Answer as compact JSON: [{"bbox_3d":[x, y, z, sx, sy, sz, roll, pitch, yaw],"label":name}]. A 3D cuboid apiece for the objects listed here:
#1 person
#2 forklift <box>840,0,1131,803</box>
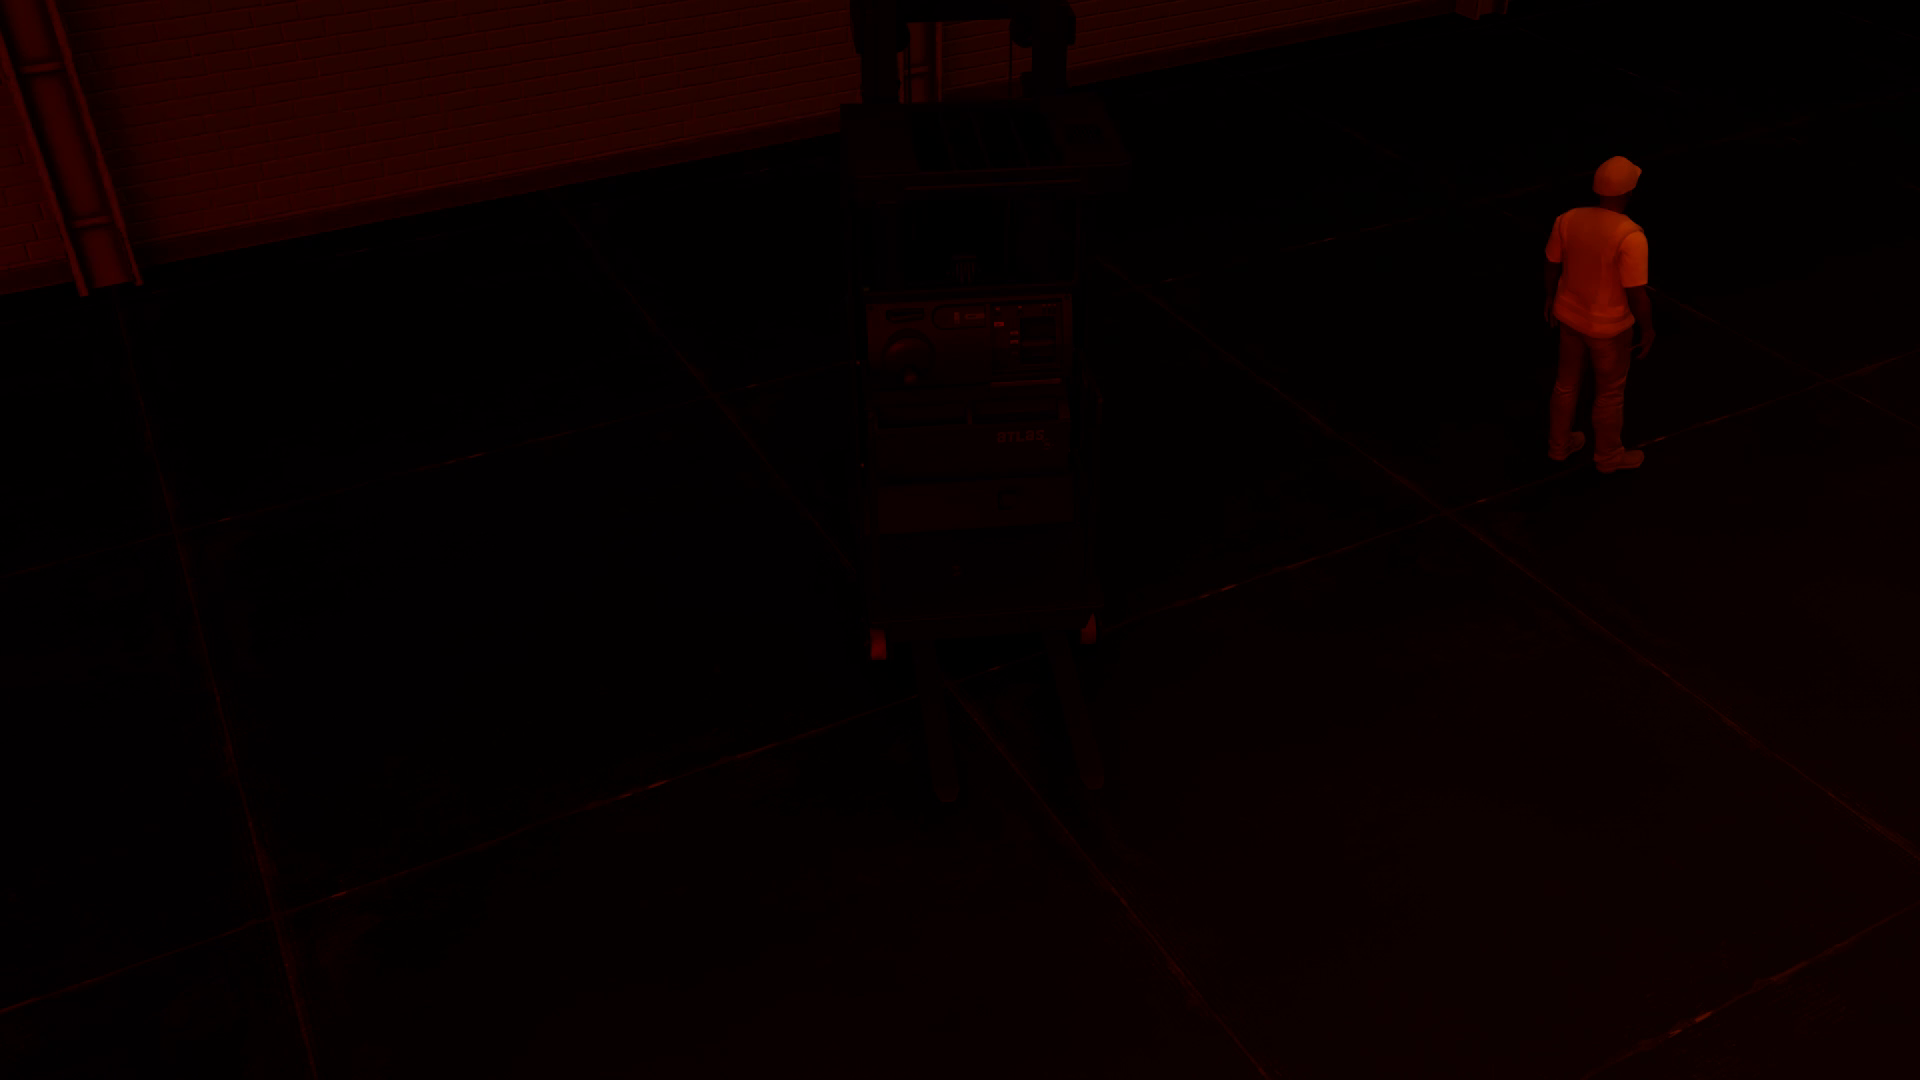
[{"bbox_3d":[3.415,-1.202,8.821,0.578,1.765,0.666,-22,41,-28],"label":"person"},{"bbox_3d":[0.074,-0.839,7.310,1.130,2.935,3.031,-4,35,-6],"label":"forklift"}]
